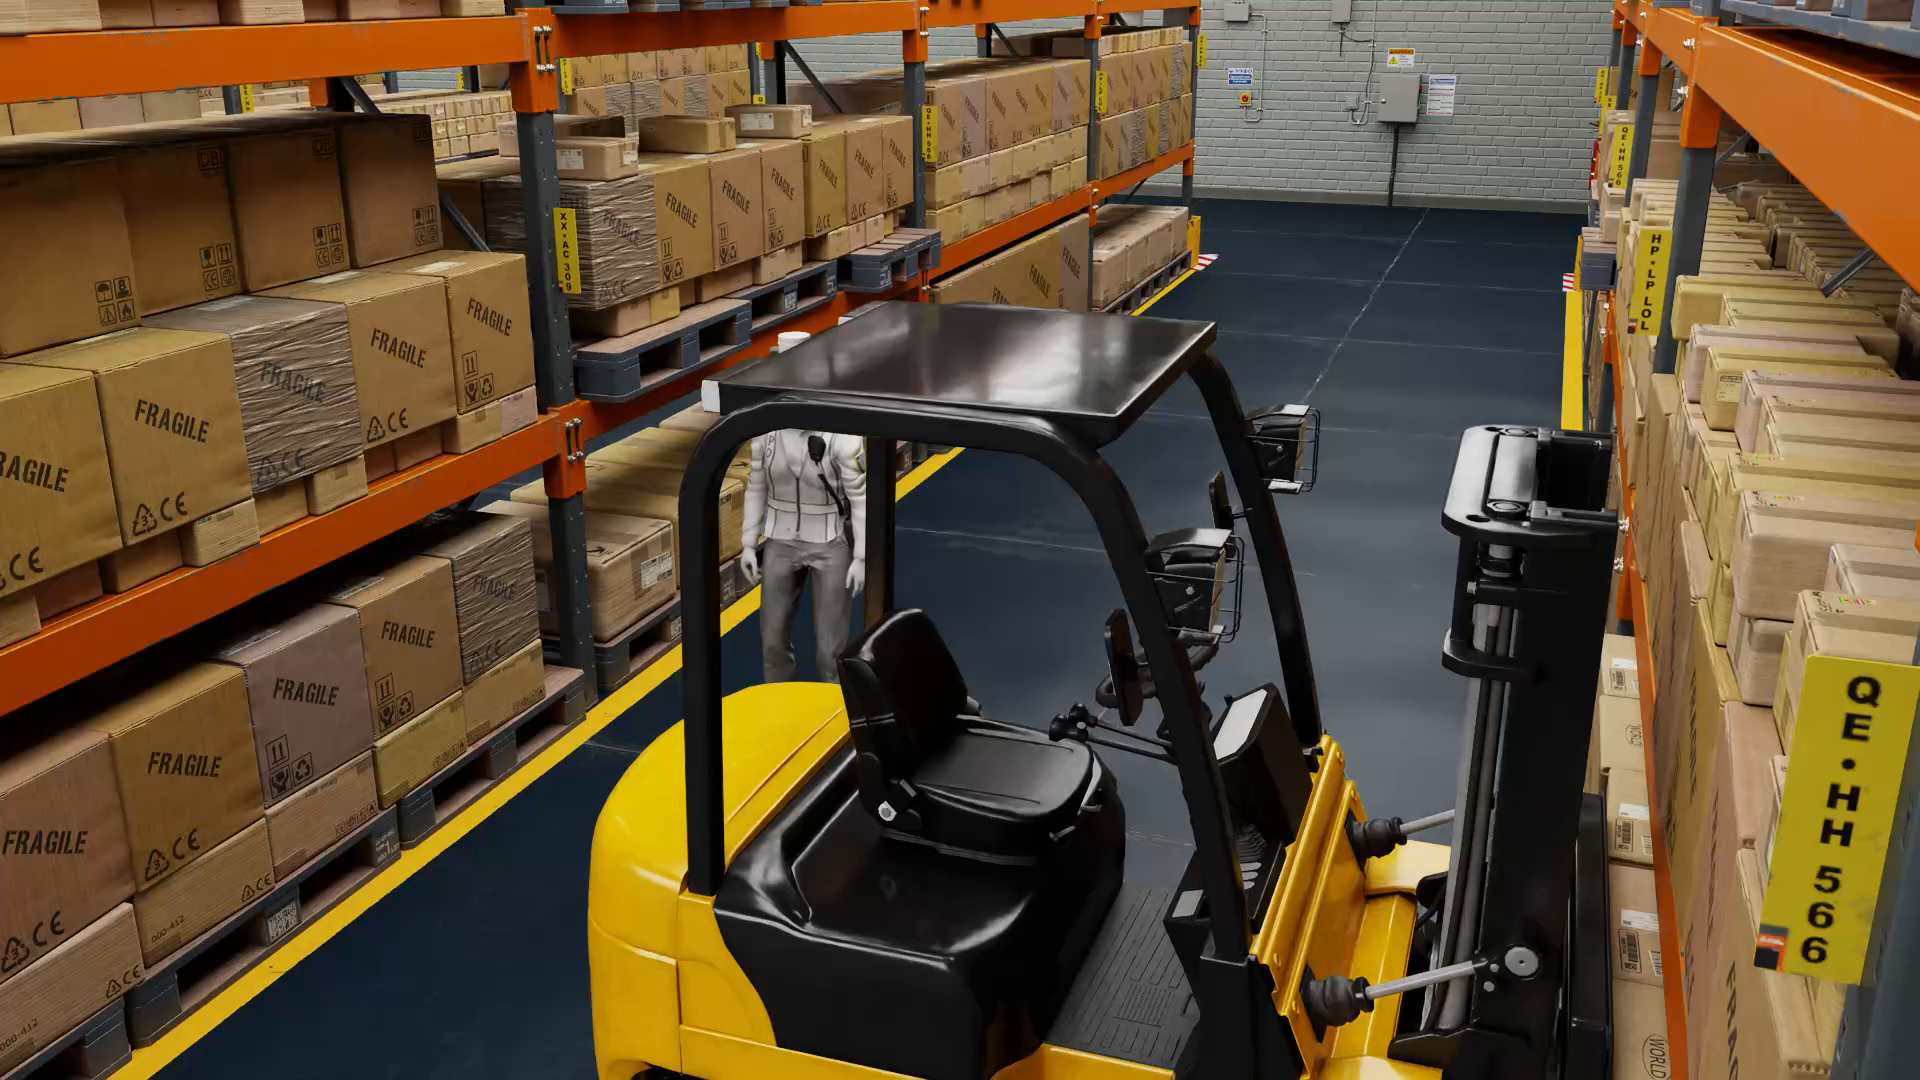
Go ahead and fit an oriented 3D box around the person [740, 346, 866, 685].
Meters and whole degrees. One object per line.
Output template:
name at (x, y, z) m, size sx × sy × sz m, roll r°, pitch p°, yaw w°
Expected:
person at (-0.586, 0.052, 6.397) m, size 0.547 × 1.667 × 0.368 m, roll 5°, pitch 20°, yaw 15°
